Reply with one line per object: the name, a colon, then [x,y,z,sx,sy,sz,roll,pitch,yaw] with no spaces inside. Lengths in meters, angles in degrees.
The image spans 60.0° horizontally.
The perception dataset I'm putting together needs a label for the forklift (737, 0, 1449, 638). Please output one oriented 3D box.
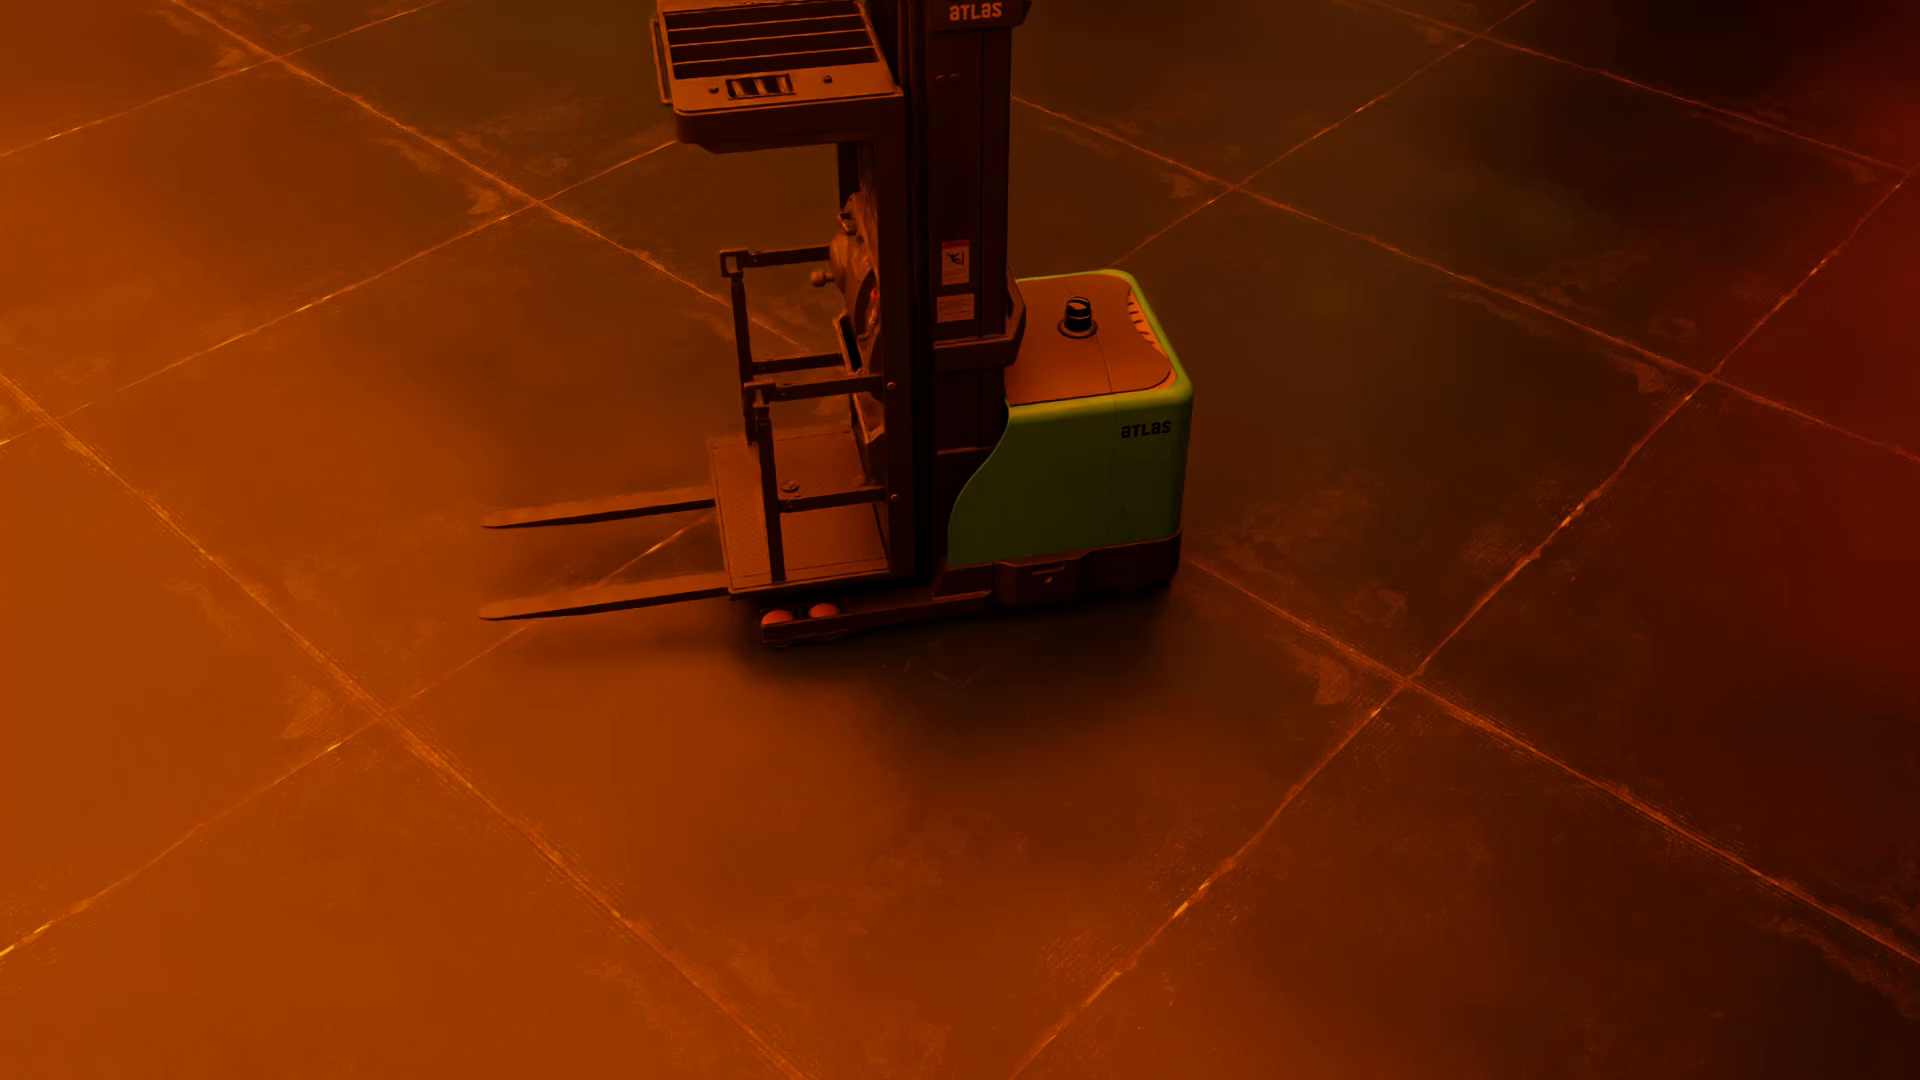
forklift: [0.637,-1.066,6.671,3.031,2.935,1.130,7,41,8]
